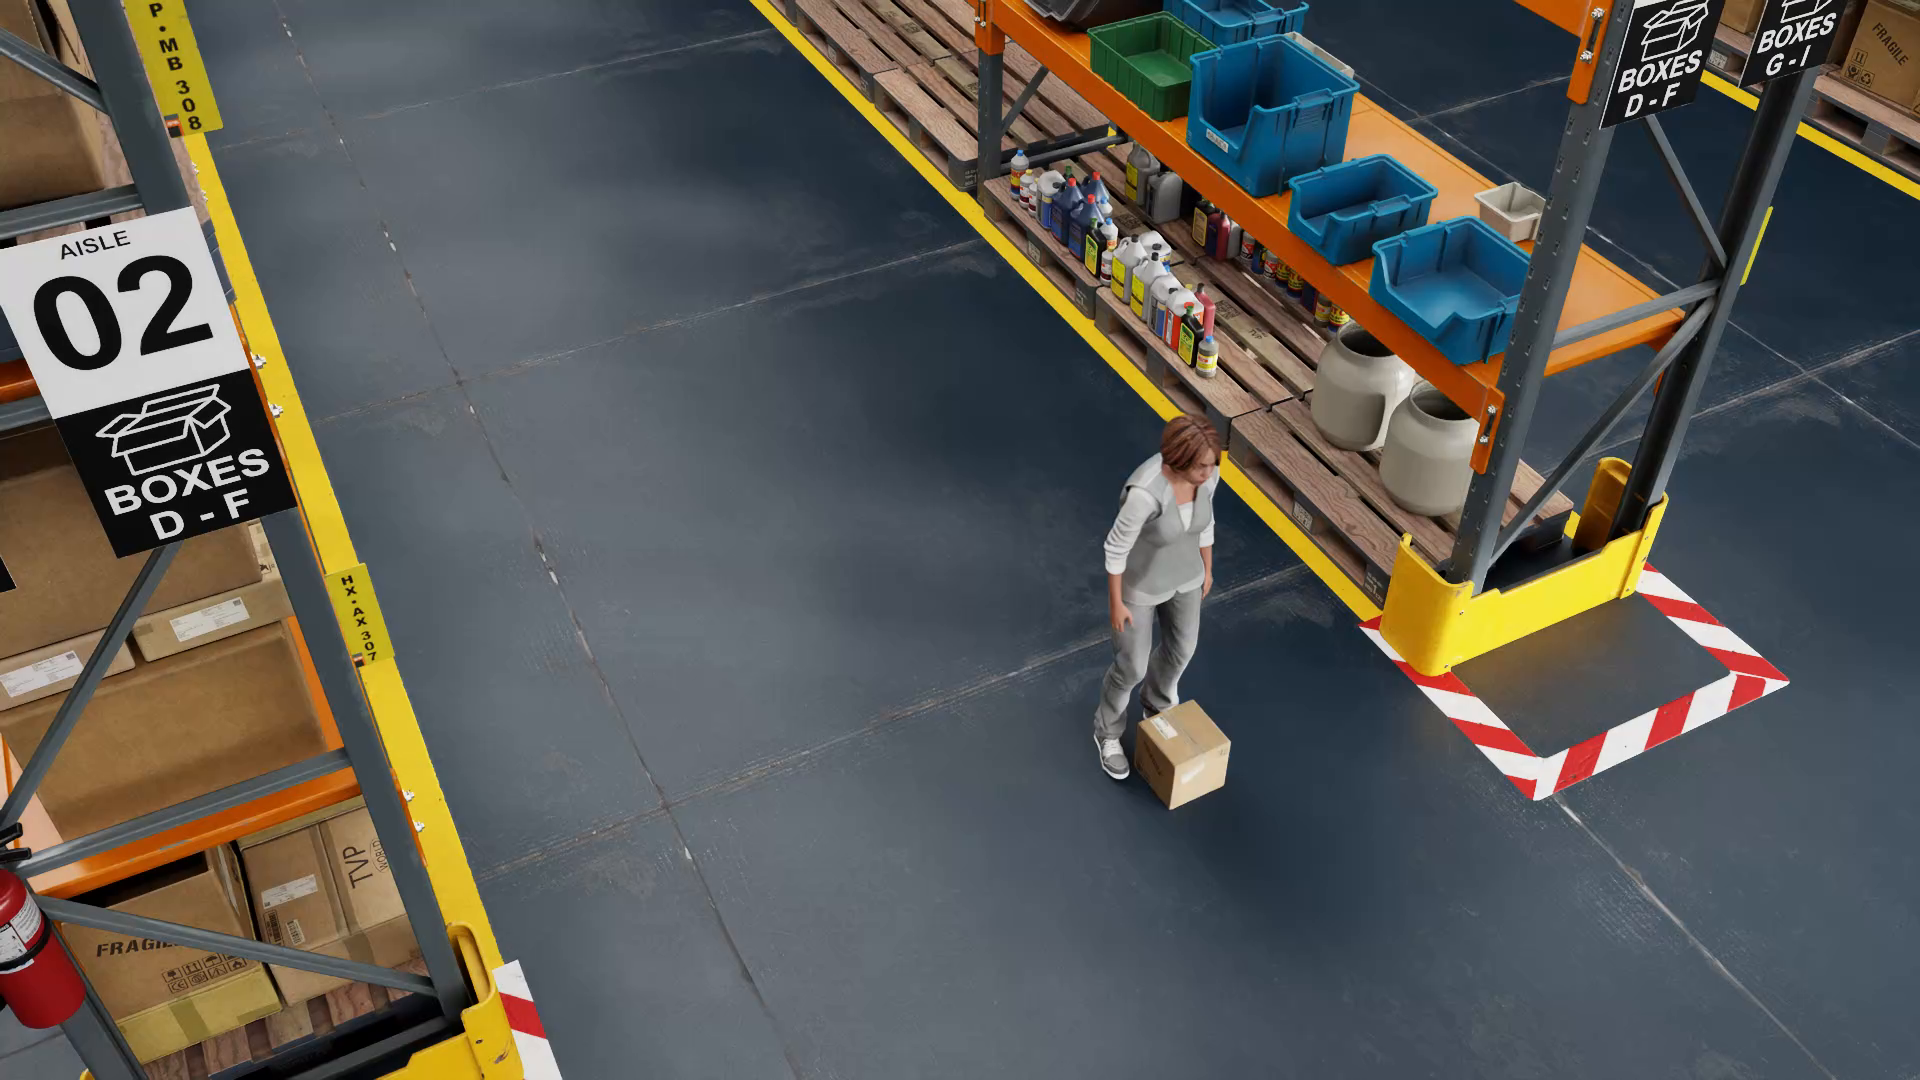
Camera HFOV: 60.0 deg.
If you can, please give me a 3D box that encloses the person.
[{"bbox_3d":[0.716,0.172,5.977,0.469,1.590,0.349,-21,46,-22],"label":"person"}]
